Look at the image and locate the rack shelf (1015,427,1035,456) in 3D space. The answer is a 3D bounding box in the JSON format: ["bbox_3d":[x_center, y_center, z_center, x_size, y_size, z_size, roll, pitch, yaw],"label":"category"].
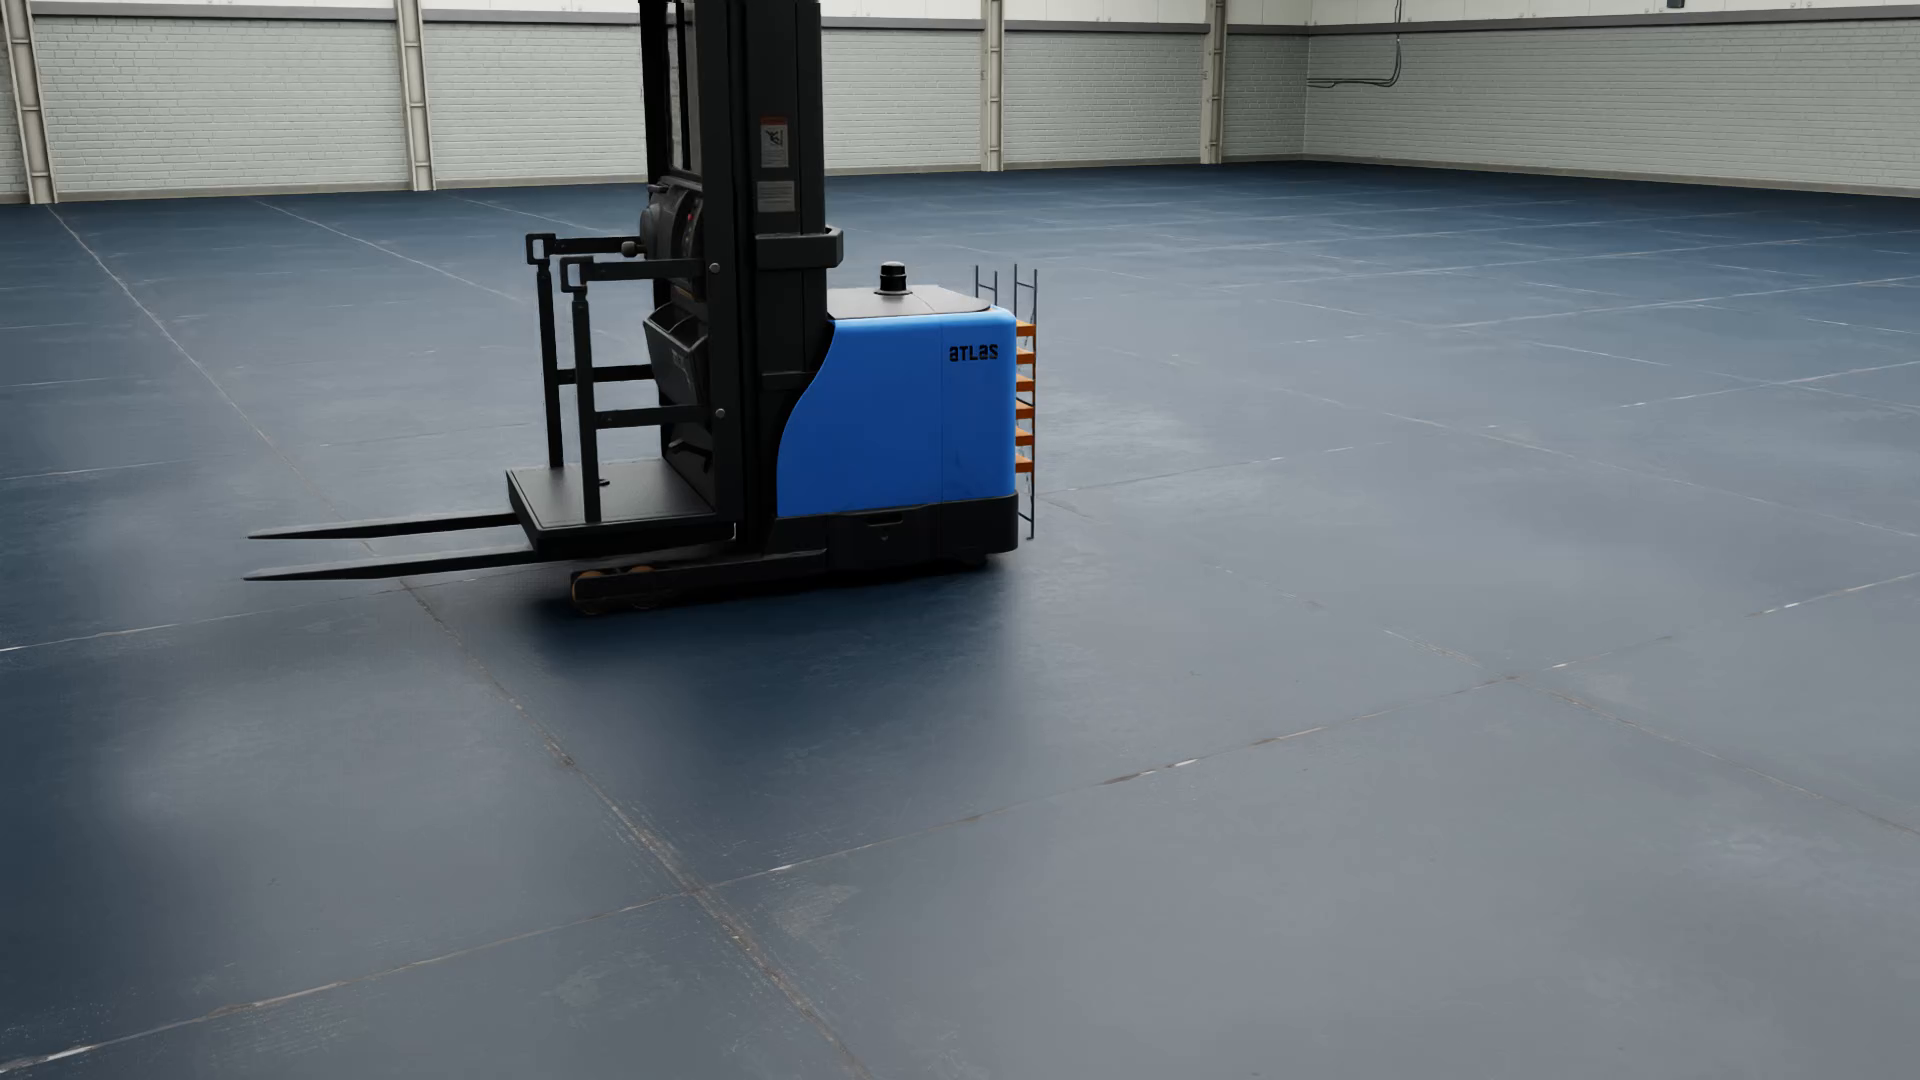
[{"bbox_3d":[0.197,-0.439,7.361,0.180,0.103,0.258,-6,17,-20],"label":"rack shelf"}]

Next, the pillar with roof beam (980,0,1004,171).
[{"bbox_3d":[2.899,-11.266,30.928,0.400,9.000,9.100,-9,18,-30],"label":"pillar with roof beam"}]

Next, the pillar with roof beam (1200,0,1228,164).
[{"bbox_3d":[8.042,-12.100,33.904,0.400,9.000,9.100,-9,18,-30],"label":"pillar with roof beam"}]

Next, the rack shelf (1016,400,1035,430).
[{"bbox_3d":[0.197,-0.554,7.328,0.180,0.103,0.258,-6,17,-20],"label":"rack shelf"}]

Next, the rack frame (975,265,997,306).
[{"bbox_3d":[0.112,-0.588,7.285,0.006,1.200,0.240,-6,17,-20],"label":"rack frame"}]

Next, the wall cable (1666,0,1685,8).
[{"bbox_3d":[13.907,-12.639,29.524,0.169,6.003,2.305,-9,18,-30],"label":"wall cable"}]

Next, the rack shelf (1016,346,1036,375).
[{"bbox_3d":[0.197,-0.785,7.264,0.180,0.103,0.258,-6,17,-20],"label":"rack shelf"}]

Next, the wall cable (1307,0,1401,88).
[{"bbox_3d":[9.031,-11.705,38.245,0.112,2.526,3.097,-9,18,-30],"label":"wall cable"}]

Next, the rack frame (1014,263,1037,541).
[{"bbox_3d":[0.282,-0.606,7.348,0.006,1.200,0.240,-6,17,-20],"label":"rack frame"}]

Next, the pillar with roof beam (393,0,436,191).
[{"bbox_3d":[-7.387,-9.598,24.978,0.400,9.000,9.100,-9,18,-30],"label":"pillar with roof beam"}]

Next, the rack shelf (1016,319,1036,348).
[{"bbox_3d":[0.197,-0.901,7.231,0.180,0.103,0.258,-6,17,-20],"label":"rack shelf"}]

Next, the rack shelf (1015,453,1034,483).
[{"bbox_3d":[0.197,-0.323,7.393,0.180,0.103,0.258,-6,17,-20],"label":"rack shelf"}]

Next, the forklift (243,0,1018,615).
[{"bbox_3d":[-1.325,-1.285,6.563,3.031,2.935,1.130,-6,17,-20],"label":"forklift"}]

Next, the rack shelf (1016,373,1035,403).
[{"bbox_3d":[0.197,-0.670,7.296,0.180,0.103,0.258,-6,17,-20],"label":"rack shelf"}]

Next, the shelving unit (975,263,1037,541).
[{"bbox_3d":[0.197,-0.597,7.316,0.189,1.200,0.258,-6,17,-20],"label":"shelving unit"}]

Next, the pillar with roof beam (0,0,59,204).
[{"bbox_3d":[-12.531,-8.764,22.002,0.400,9.000,9.100,-9,18,-30],"label":"pillar with roof beam"}]
